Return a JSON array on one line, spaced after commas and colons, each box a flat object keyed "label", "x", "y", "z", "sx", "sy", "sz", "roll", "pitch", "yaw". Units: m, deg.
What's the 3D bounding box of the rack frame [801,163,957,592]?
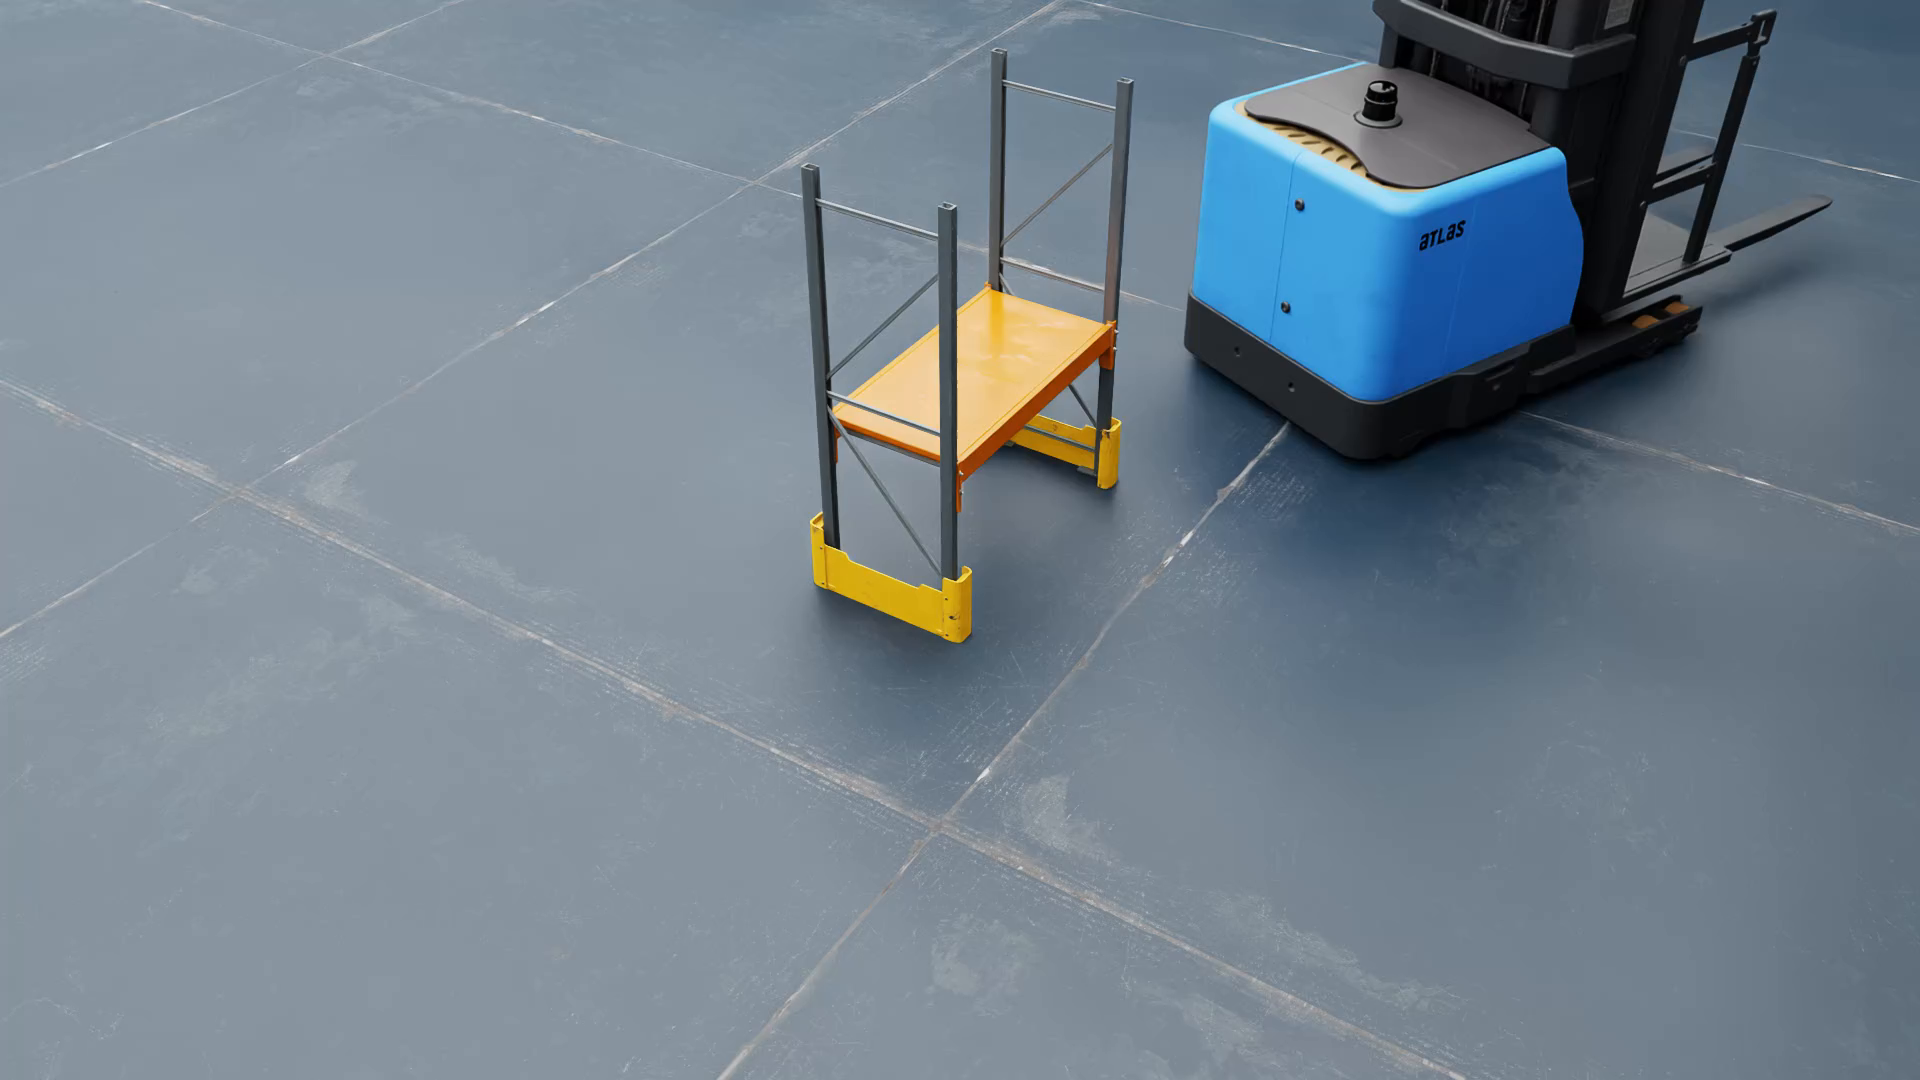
[{"label": "rack frame", "x": -0.227, "y": -0.376, "z": 5.009, "sx": 0.500, "sy": 1.500, "sz": 0.032, "roll": 21, "pitch": 42, "yaw": 25}]

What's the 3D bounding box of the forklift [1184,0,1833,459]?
[{"label": "forklift", "x": 2.406, "y": -2.146, "z": 6.133, "sx": 3.031, "sy": 2.935, "sz": 1.130, "roll": -22, "pitch": 43, "yaw": -26}]

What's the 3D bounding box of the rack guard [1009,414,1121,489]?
[{"label": "rack guard", "x": 0.308, "y": -0.395, "z": 6.058, "sx": 0.587, "sy": 0.250, "sz": 0.087, "roll": 21, "pitch": 42, "yaw": 25}]

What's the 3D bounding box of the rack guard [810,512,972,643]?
[{"label": "rack guard", "x": -0.226, "y": 0.118, "z": 5.392, "sx": 0.587, "sy": 0.250, "sz": 0.087, "roll": 21, "pitch": 42, "yaw": 25}]

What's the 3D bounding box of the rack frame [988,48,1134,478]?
[{"label": "rack frame", "x": 0.318, "y": -0.900, "z": 5.689, "sx": 0.500, "sy": 1.500, "sz": 0.032, "roll": 21, "pitch": 42, "yaw": 25}]

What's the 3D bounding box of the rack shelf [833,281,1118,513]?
[{"label": "rack shelf", "x": 0.046, "y": -0.496, "z": 5.459, "sx": 0.538, "sy": 0.185, "sz": 1.000, "roll": 21, "pitch": 42, "yaw": 25}]

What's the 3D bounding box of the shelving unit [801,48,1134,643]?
[{"label": "shelving unit", "x": 0.041, "y": -0.633, "z": 5.343, "sx": 0.587, "sy": 1.500, "sz": 1.083, "roll": 21, "pitch": 42, "yaw": 25}]
